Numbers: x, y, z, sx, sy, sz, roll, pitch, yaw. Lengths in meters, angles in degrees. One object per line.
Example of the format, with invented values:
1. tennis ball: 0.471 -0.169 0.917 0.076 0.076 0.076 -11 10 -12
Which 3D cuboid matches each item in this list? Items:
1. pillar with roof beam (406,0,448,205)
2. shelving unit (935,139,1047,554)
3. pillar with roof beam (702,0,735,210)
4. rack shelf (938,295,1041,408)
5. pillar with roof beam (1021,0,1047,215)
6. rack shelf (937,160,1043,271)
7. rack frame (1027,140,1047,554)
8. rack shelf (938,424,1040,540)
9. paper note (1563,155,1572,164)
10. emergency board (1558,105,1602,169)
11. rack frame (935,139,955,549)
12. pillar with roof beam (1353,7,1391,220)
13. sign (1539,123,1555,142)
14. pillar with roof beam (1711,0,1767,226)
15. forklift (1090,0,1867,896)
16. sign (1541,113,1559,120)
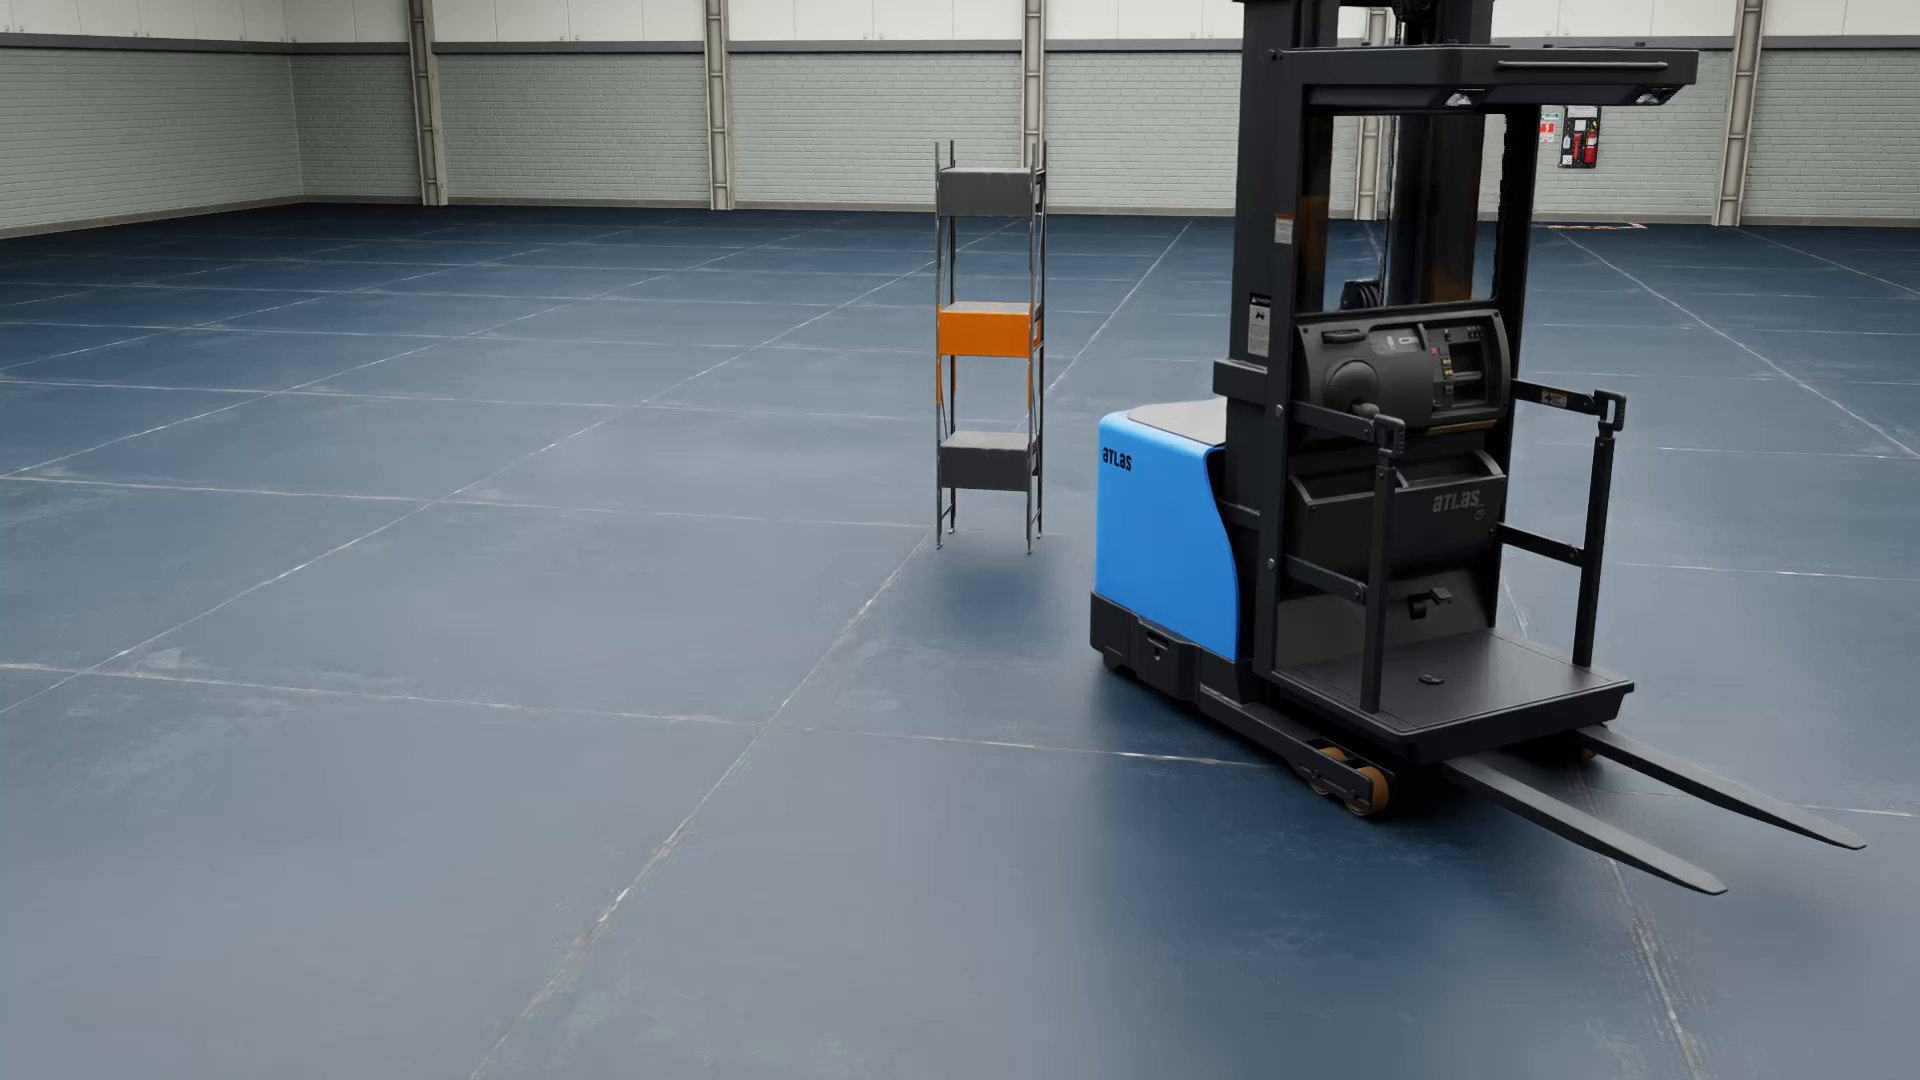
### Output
1. pillar with roof beam: -11.284 -9.881 27.807 0.400 9.000 9.100 3 16 11
2. shelving unit: 0.162 -1.003 8.680 0.503 2.100 0.431 3 16 11
3. pillar with roof beam: -5.405 -9.562 26.655 0.400 9.000 9.100 3 16 11
4. rack shelf: 0.162 -0.990 8.684 0.480 0.518 0.431 3 16 11
5. pillar with roof beam: 0.475 -9.243 25.503 0.400 9.000 9.100 3 16 11
6. rack shelf: 0.162 -1.665 8.497 0.480 0.518 0.431 3 16 11
7. rack frame: 0.401 -0.990 8.633 0.015 2.100 0.400 3 16 11
8. rack shelf: 0.162 -0.315 8.870 0.480 0.518 0.431 3 16 11
9. paper note: 10.518 -6.584 28.792 0.142 0.148 0.016 3 16 11
10. emergency board: 10.678 -6.981 28.575 0.643 1.169 0.194 3 16 11
11. rack frame: -0.077 -1.016 8.727 0.015 2.100 0.400 3 16 11
12. pillar with roof beam: 6.355 -8.924 24.350 0.400 9.000 9.100 3 16 11
13. sign: 10.157 -7.055 28.774 0.234 0.329 0.001 3 16 11
14. pillar with roof beam: 12.234 -8.605 23.198 0.400 9.000 9.100 3 16 11
15. forklift: 1.685 -0.615 5.721 1.130 2.935 3.031 -8 17 -27
16. sign: 10.160 -7.307 28.694 0.331 0.109 0.001 3 16 11
